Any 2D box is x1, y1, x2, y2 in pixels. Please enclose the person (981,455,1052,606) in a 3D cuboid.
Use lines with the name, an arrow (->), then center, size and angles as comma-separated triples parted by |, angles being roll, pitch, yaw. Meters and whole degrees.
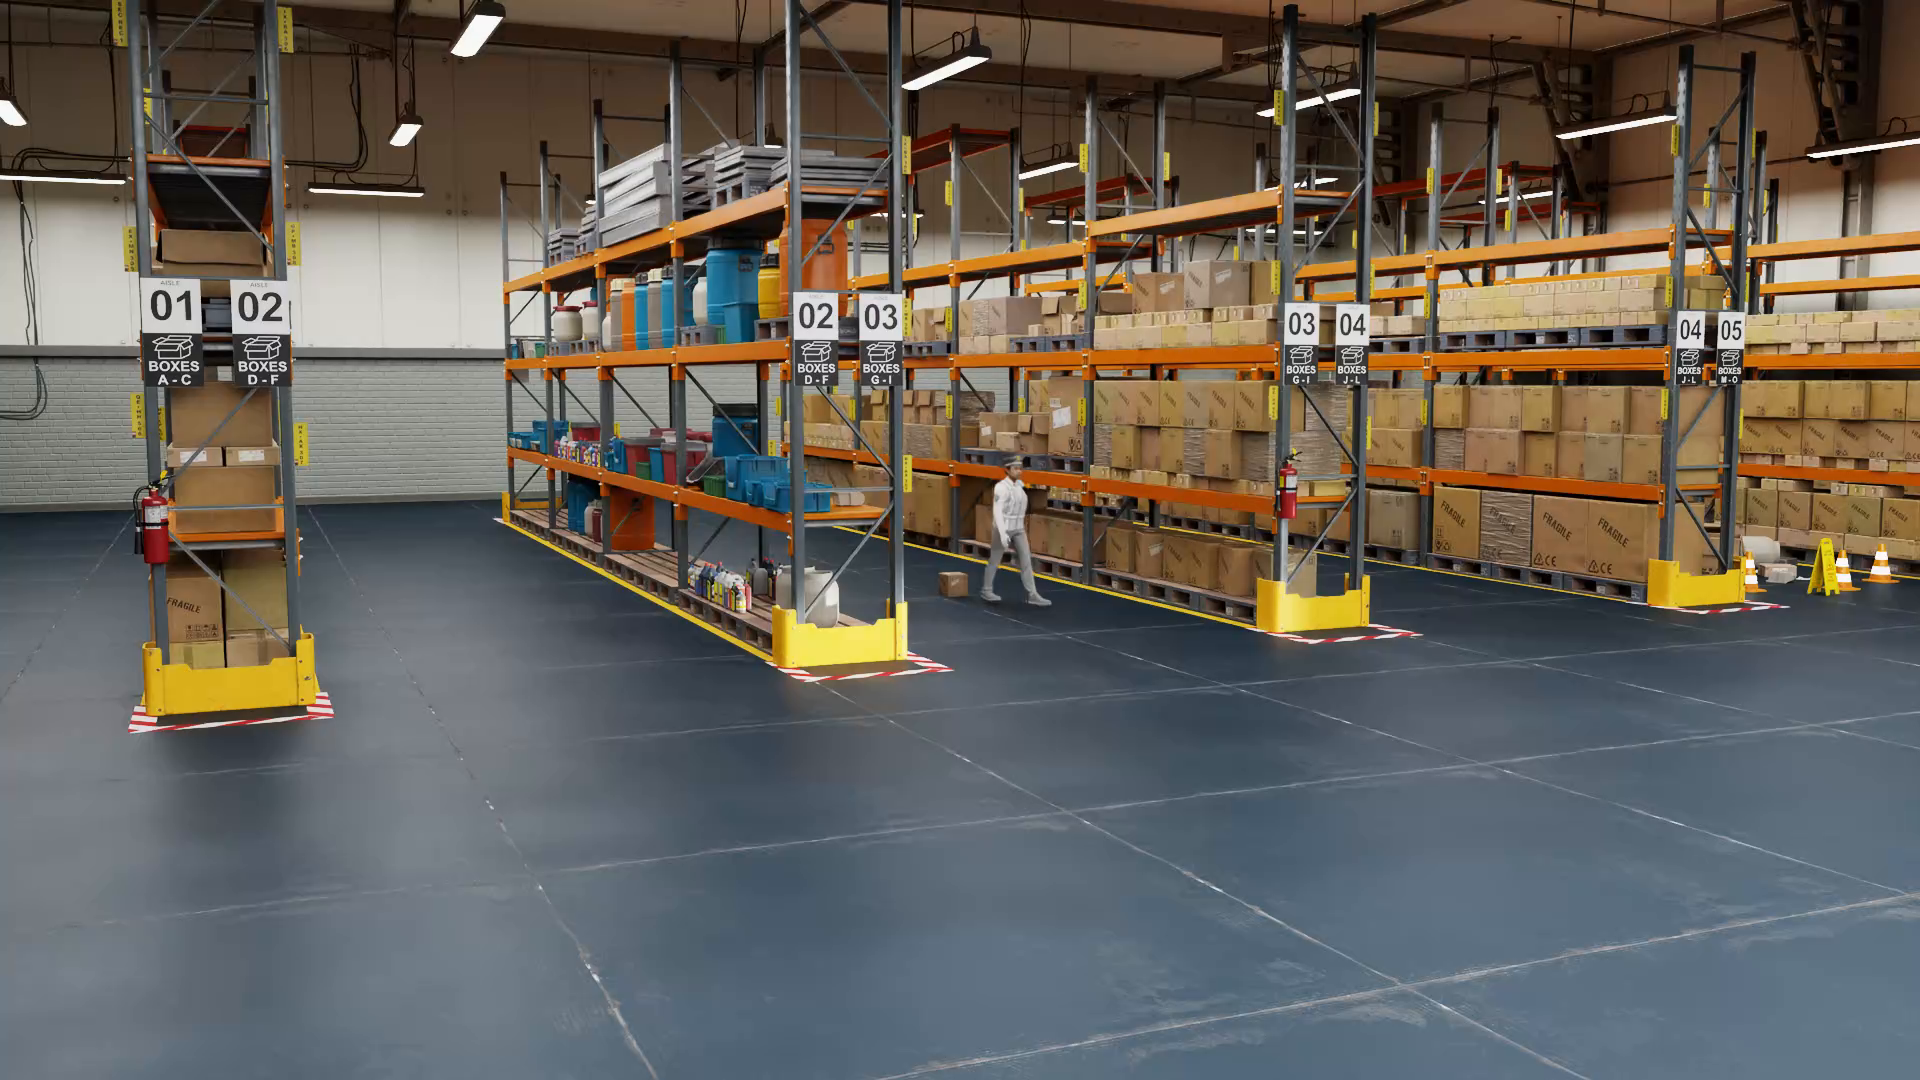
person -> 0.560, -0.115, 18.015 | 0.514, 1.617, 0.963 | -4, 7, -38
